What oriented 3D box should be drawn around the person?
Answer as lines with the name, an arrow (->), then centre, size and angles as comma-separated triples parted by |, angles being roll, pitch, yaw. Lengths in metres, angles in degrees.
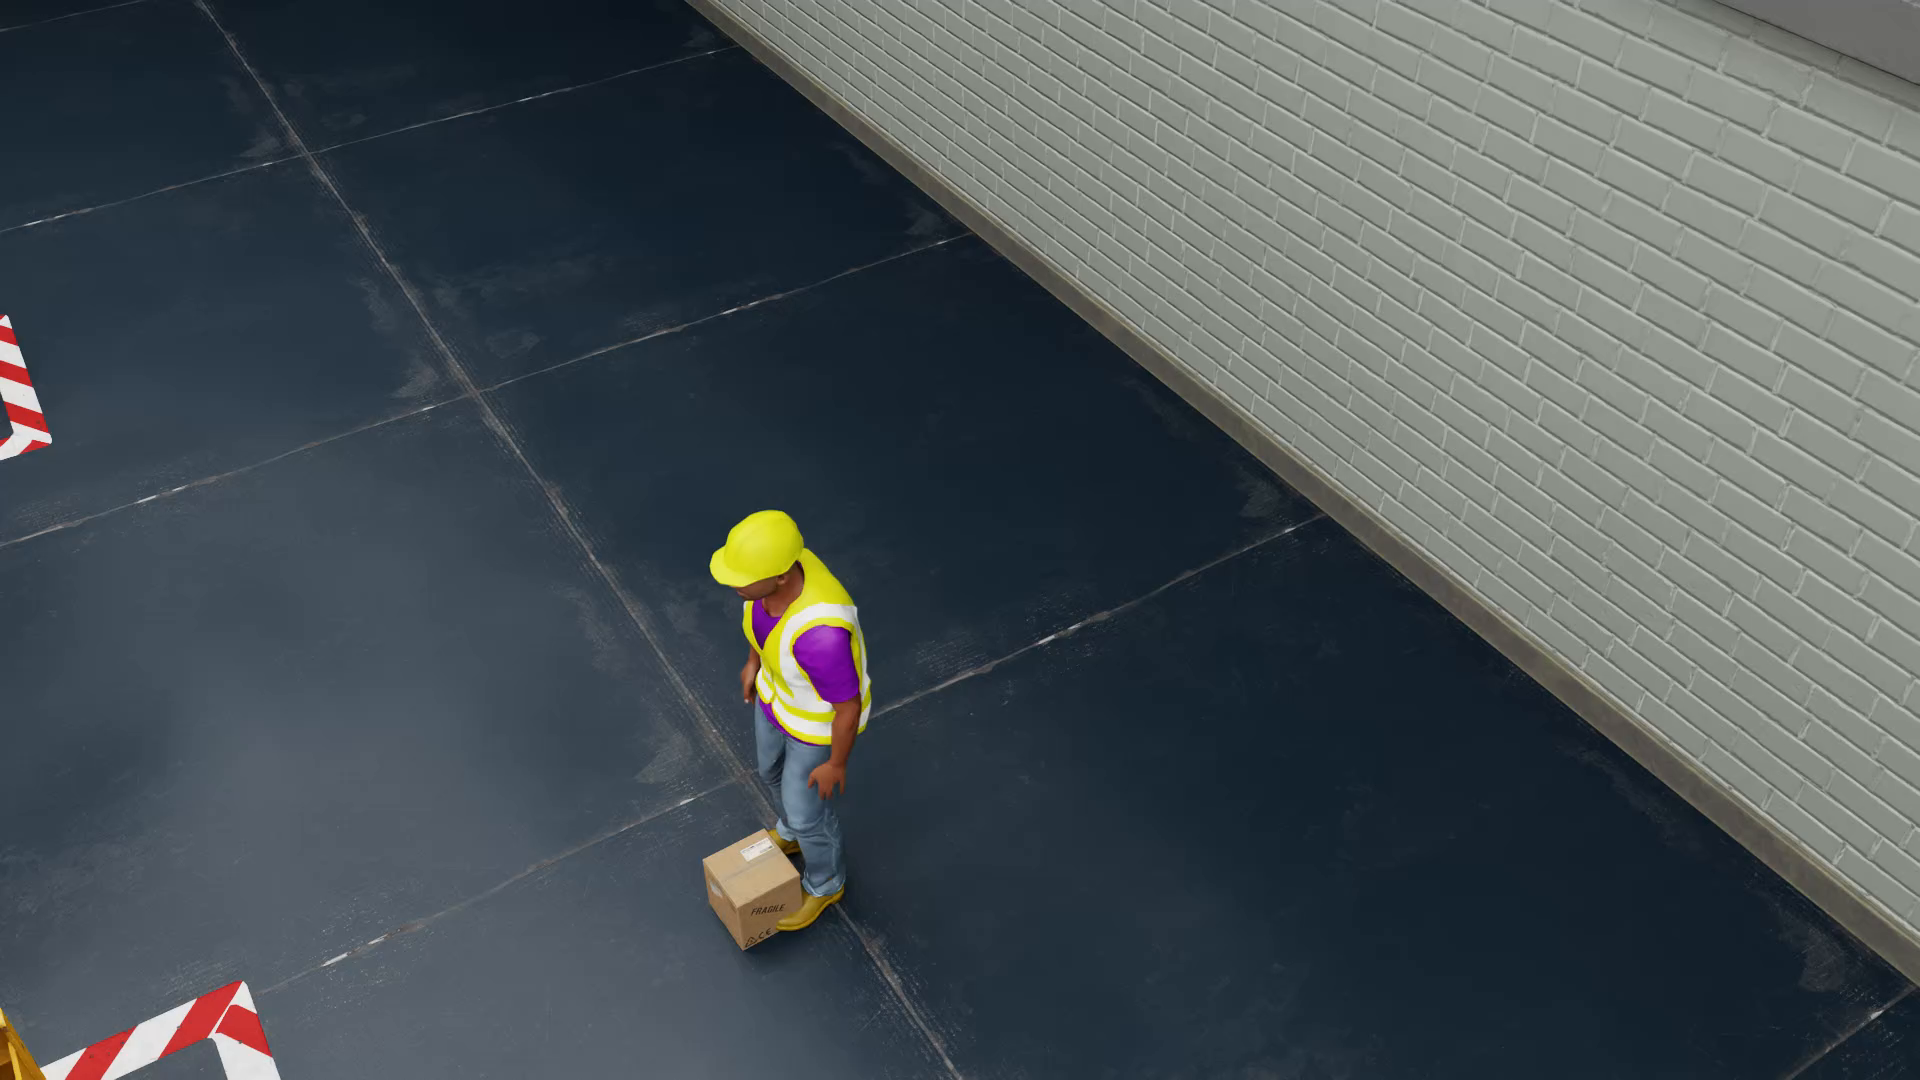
person -> -0.543, 0.569, 5.479 | 0.461, 1.760, 0.626 | -23, 45, -24
